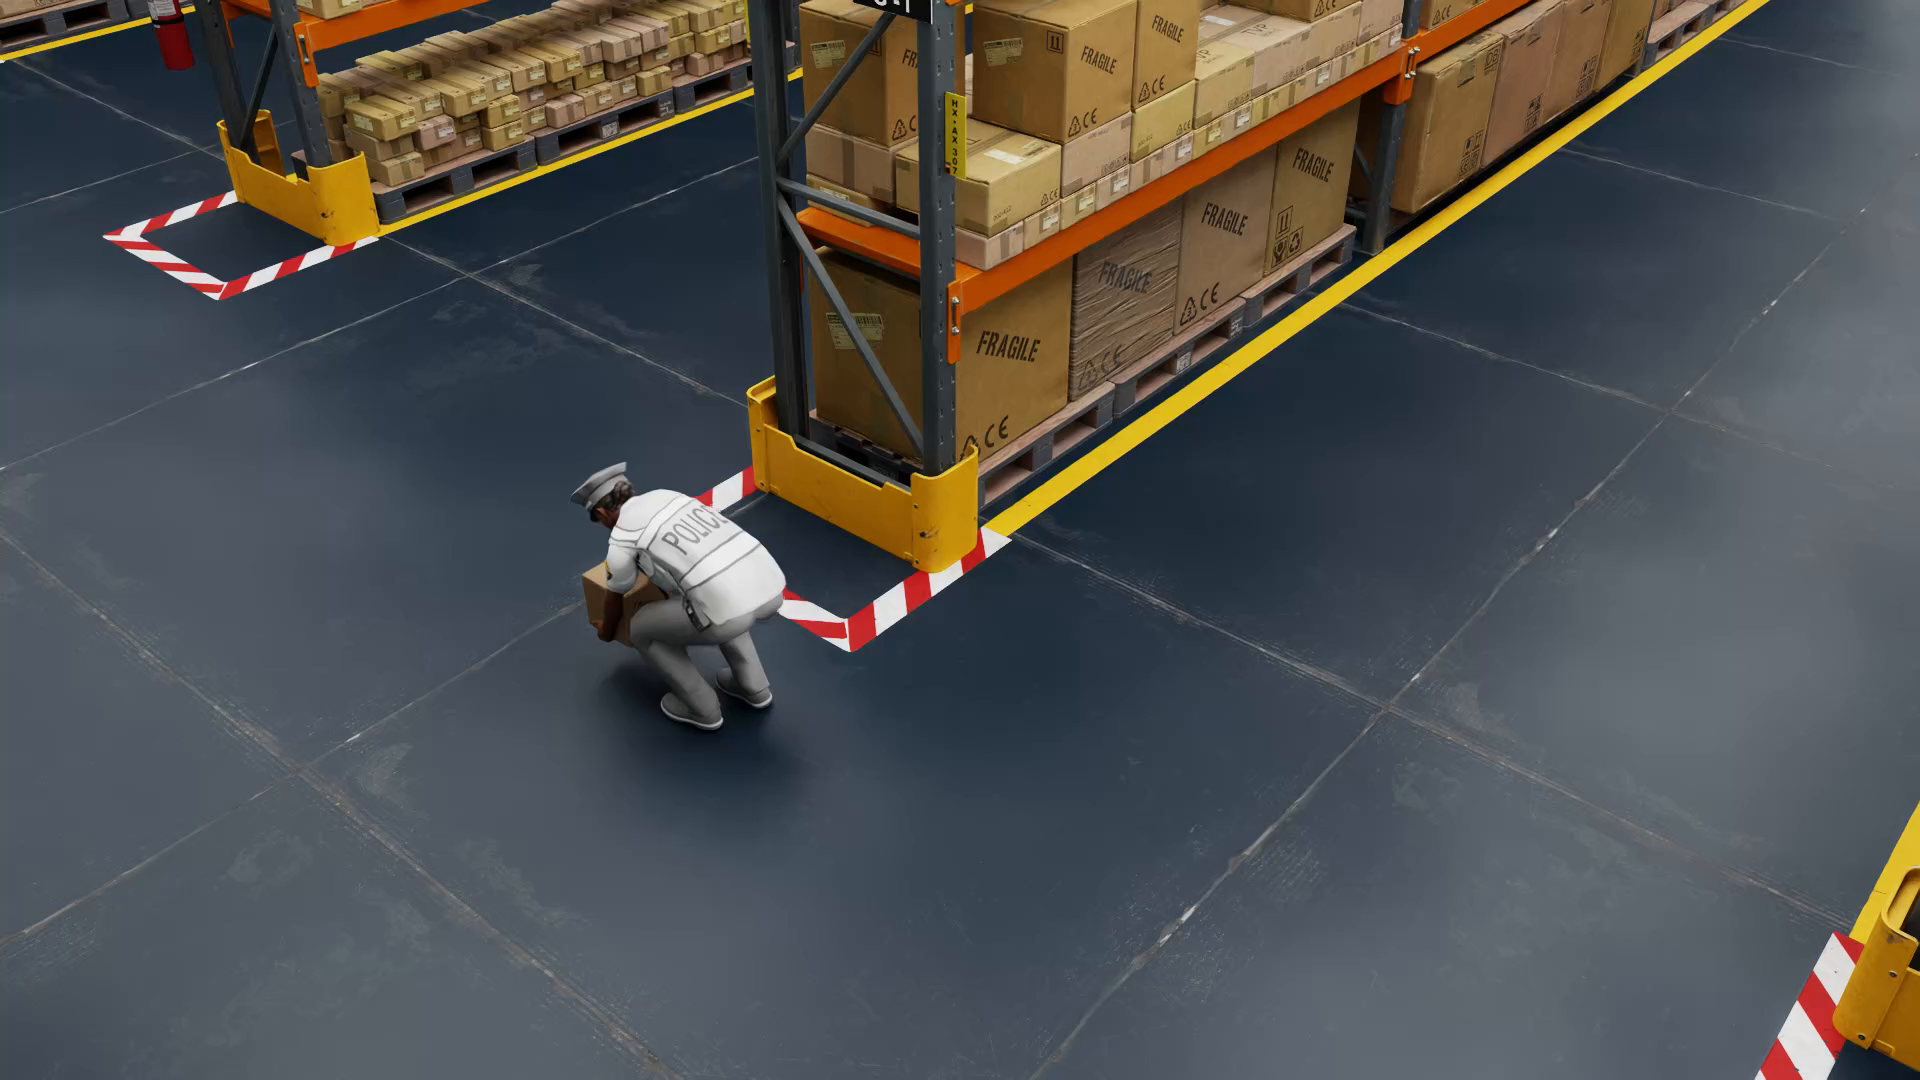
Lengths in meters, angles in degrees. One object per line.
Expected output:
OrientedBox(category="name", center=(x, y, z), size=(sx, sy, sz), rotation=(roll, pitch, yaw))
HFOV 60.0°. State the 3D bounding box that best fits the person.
OrientedBox(category="person", center=(-1.078, 0.218, 6.436), size=(0.916, 0.979, 0.457), rotation=(24, 42, 30))
